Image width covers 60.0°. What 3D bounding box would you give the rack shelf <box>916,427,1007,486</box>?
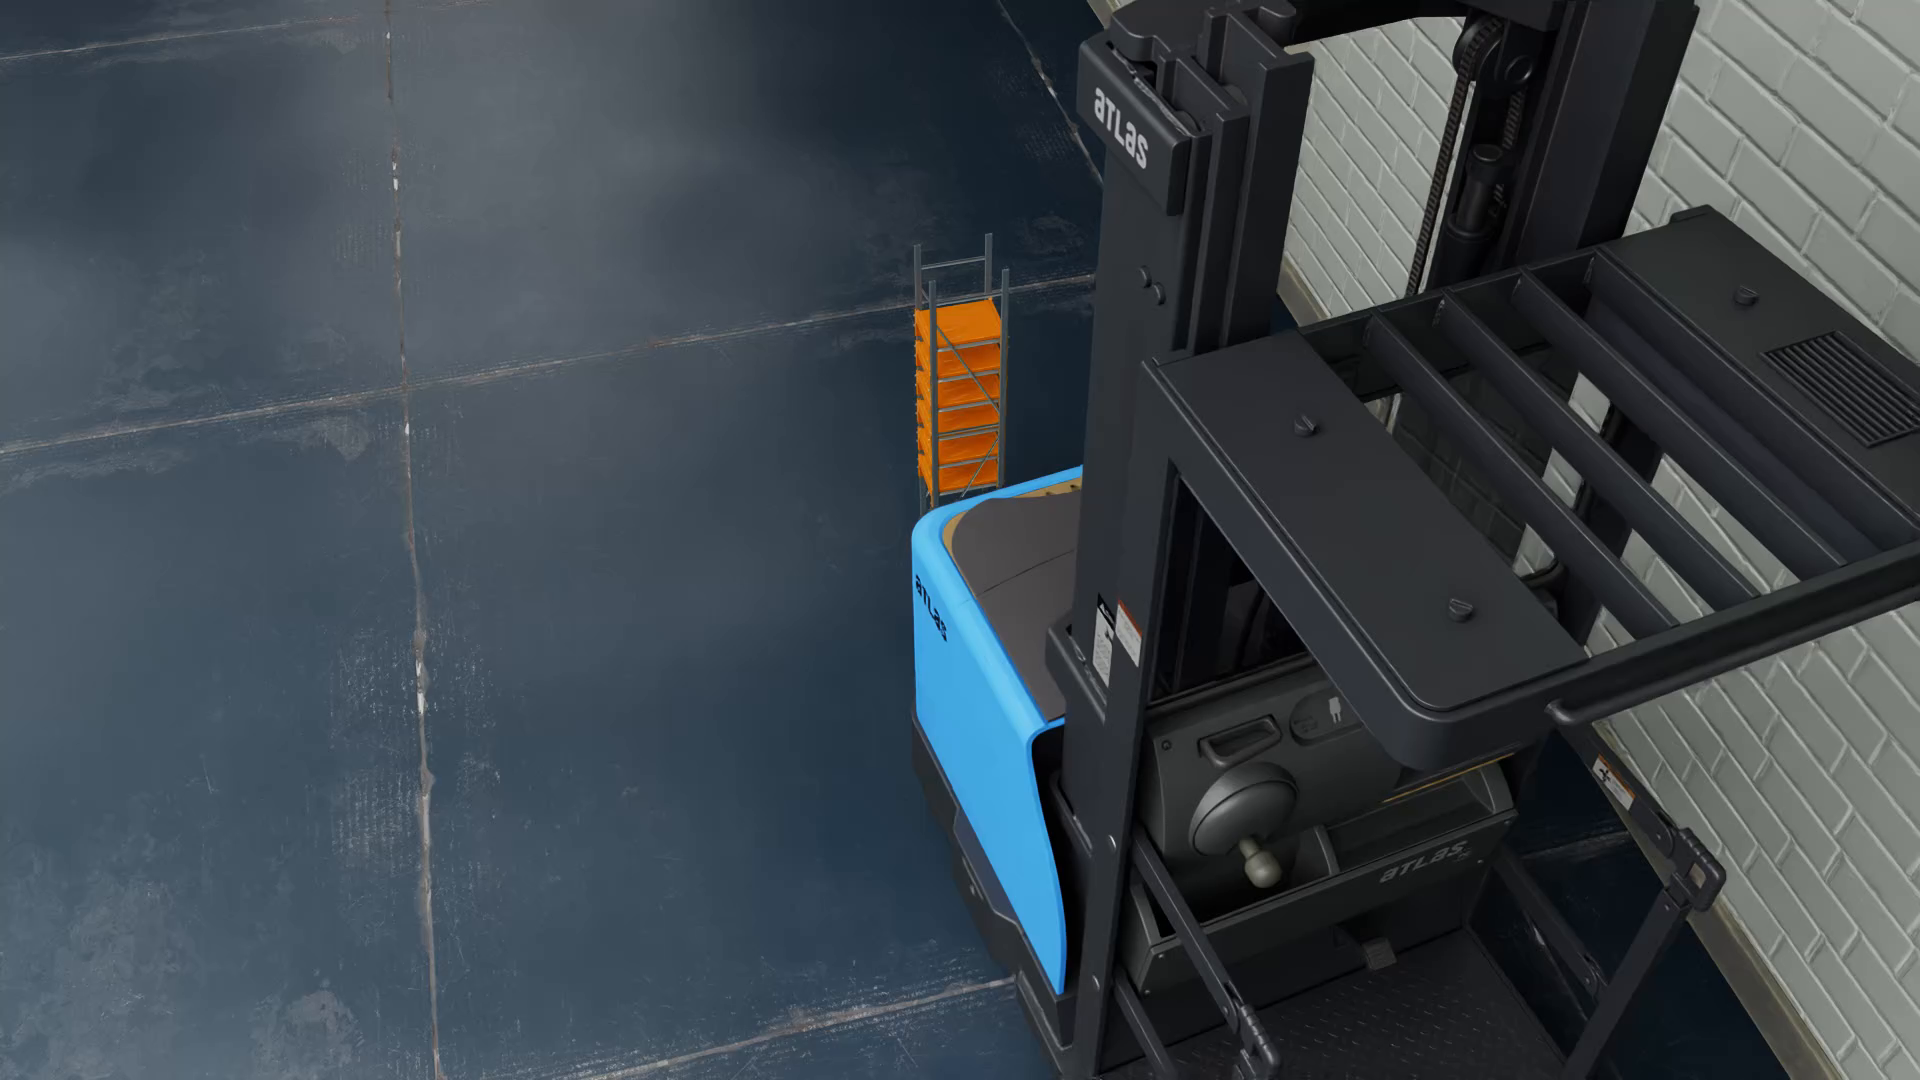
[{"bbox_3d":[0.004,-0.295,5.429,0.258,0.103,0.180,-11,47,-10],"label":"rack shelf"}]

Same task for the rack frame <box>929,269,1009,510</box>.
[{"bbox_3d":[0.027,-0.347,5.250,0.240,1.200,0.006,-11,47,-10],"label":"rack frame"}]

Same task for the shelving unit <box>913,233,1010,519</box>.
[{"bbox_3d":[0.004,-0.410,5.312,0.258,1.200,0.189,-11,47,-10],"label":"shelving unit"}]

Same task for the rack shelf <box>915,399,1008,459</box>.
[{"bbox_3d":[0.004,-0.379,5.343,0.258,0.103,0.180,-11,47,-10],"label":"rack shelf"}]

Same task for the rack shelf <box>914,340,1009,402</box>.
[{"bbox_3d":[0.004,-0.547,5.172,0.258,0.103,0.180,-11,47,-10],"label":"rack shelf"}]

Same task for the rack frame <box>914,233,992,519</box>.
[{"bbox_3d":[-0.020,-0.473,5.374,0.240,1.200,0.006,-11,47,-10],"label":"rack frame"}]

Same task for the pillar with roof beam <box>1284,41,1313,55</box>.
[{"bbox_3d":[-3.067,-3.552,2.930,9.100,9.000,0.400,-11,47,-10],"label":"pillar with roof beam"}]

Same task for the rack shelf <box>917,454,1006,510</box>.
[{"bbox_3d":[0.004,-0.211,5.515,0.258,0.103,0.180,-11,47,-10],"label":"rack shelf"}]

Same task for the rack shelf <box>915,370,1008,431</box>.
[{"bbox_3d":[0.004,-0.463,5.258,0.258,0.103,0.180,-11,47,-10],"label":"rack shelf"}]

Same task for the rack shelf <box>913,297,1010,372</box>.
[{"bbox_3d":[0.004,-0.631,5.086,0.258,0.103,0.180,-11,47,-10],"label":"rack shelf"}]

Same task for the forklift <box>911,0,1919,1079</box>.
[{"bbox_3d":[0.893,0.498,3.210,1.130,2.935,3.031,-17,48,-16],"label":"forklift"}]
